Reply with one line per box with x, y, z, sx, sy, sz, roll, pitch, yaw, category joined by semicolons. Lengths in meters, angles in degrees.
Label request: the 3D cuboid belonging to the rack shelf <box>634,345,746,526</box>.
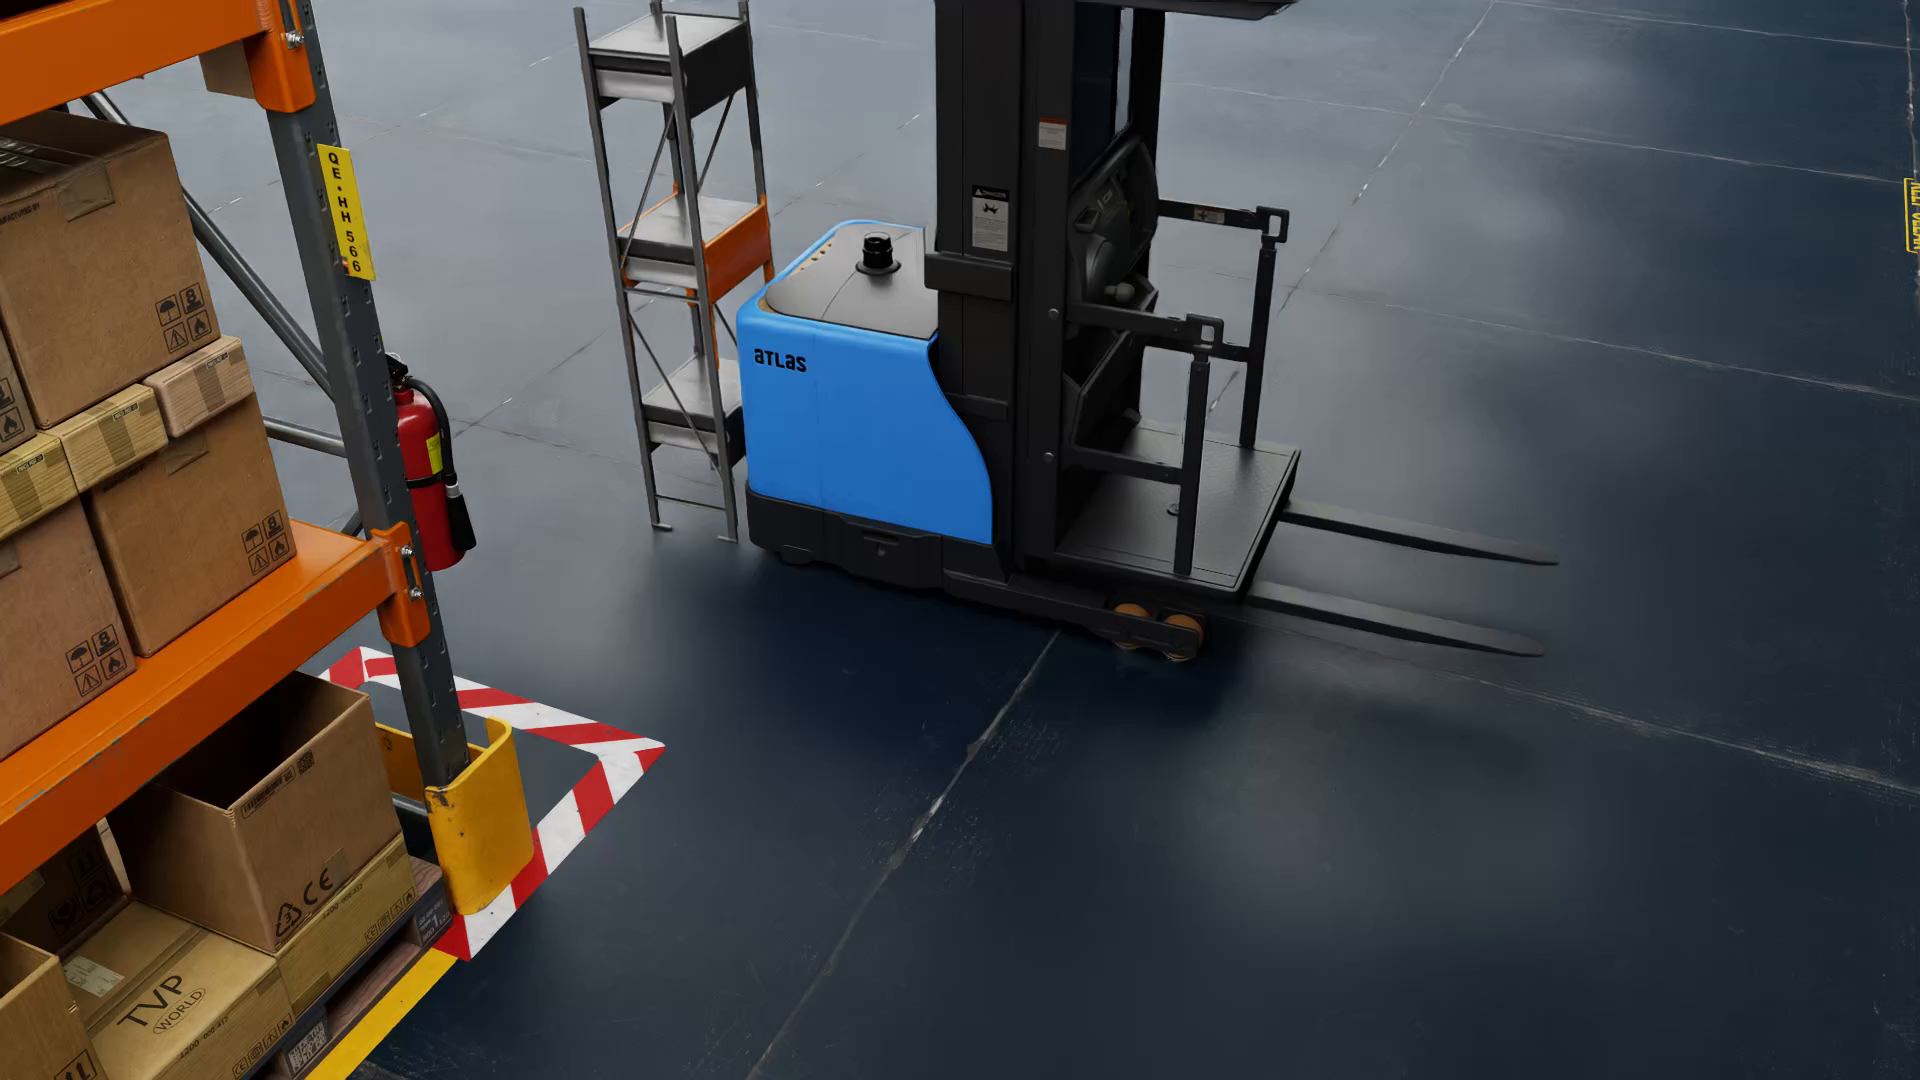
-0.997;-0.432;6.782;0.431;0.518;0.480;11;35;20;rack shelf

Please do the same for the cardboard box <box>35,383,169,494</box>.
-2.027;-0.265;3.736;0.380;0.149;0.250;15;36;22;cardboard box

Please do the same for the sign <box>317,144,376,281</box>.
-1.445;-0.769;3.915;0.100;0.325;0.005;14;36;20;sign

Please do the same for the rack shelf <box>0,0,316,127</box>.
-2.769;-0.274;2.353;1.077;0.370;4.000;14;36;20;rack shelf

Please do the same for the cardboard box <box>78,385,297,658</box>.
-2.139;-0.129;4.120;0.700;0.500;0.500;14;36;20;cardboard box

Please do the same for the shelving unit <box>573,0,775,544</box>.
-1.018;-1.034;6.399;0.431;2.100;0.503;11;35;20;shelving unit

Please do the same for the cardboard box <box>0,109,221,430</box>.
-2.161;-0.645;3.724;0.700;0.500;0.500;14;36;21;cardboard box

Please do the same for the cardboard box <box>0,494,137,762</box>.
-2.355;0.134;3.720;0.700;0.500;0.500;15;36;22;cardboard box

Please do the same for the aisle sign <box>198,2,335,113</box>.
-1.638;-1.369;3.732;0.394;0.787;0.004;14;36;20;aisle sign

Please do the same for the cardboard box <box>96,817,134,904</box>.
-2.359;0.873;4.807;0.500;0.250;0.500;14;36;20;cardboard box

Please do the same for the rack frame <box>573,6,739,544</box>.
-1.112;-0.910;6.210;0.400;2.100;0.015;11;35;20;rack frame

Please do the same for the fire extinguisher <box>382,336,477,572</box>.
-1.461;-0.237;4.446;0.296;0.674;0.183;14;36;20;fire extinguisher

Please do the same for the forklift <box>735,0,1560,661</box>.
0.726;-1.115;5.778;3.031;2.935;1.130;12;35;18;forklift

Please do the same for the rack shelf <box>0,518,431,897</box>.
-2.769;0.980;3.176;1.077;0.370;4.000;14;36;20;rack shelf

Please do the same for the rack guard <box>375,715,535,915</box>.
-1.922;0.717;5.201;1.175;0.500;0.348;14;36;20;rack guard

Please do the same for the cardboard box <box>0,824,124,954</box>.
-2.566;0.809;4.221;0.500;0.500;0.500;14;36;20;cardboard box

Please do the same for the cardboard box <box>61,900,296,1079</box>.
-2.087;1.244;4.242;0.500;0.250;0.500;14;36;20;cardboard box

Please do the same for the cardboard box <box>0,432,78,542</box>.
-2.134;-0.138;3.542;0.380;0.149;0.250;14;36;20;cardboard box

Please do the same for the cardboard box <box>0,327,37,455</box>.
-2.376;-0.382;3.323;0.700;0.500;0.500;13;36;19;cardboard box

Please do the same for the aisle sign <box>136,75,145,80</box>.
-2.183;-1.507;3.942;0.394;0.787;0.004;14;36;20;aisle sign

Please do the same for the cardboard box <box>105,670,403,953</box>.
-1.886;0.679;4.419;0.500;0.500;0.500;14;36;20;cardboard box

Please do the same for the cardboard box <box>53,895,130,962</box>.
-2.565;1.123;4.426;0.500;0.250;0.500;14;36;20;cardboard box

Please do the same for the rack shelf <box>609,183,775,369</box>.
-1.018;-1.022;6.406;0.431;0.518;0.480;11;35;20;rack shelf

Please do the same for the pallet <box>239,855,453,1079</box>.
-2.214;1.240;4.667;1.003;0.211;1.213;14;36;20;pallet

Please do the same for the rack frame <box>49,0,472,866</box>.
-1.932;-0.317;4.498;1.000;3.000;0.127;14;36;20;rack frame

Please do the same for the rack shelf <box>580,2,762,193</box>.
-1.038;-1.612;6.030;0.431;0.518;0.480;11;35;20;rack shelf

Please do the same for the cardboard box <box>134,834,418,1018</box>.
-1.888;0.992;4.626;0.500;0.250;0.500;14;36;20;cardboard box

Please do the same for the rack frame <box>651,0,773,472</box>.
-0.925;-1.157;6.587;0.400;2.100;0.015;11;35;20;rack frame

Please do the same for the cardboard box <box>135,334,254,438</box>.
-1.919;-0.396;3.935;0.380;0.149;0.250;14;36;20;cardboard box

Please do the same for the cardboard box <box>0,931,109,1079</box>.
-2.291;1.181;3.655;0.500;0.500;0.500;14;36;20;cardboard box
